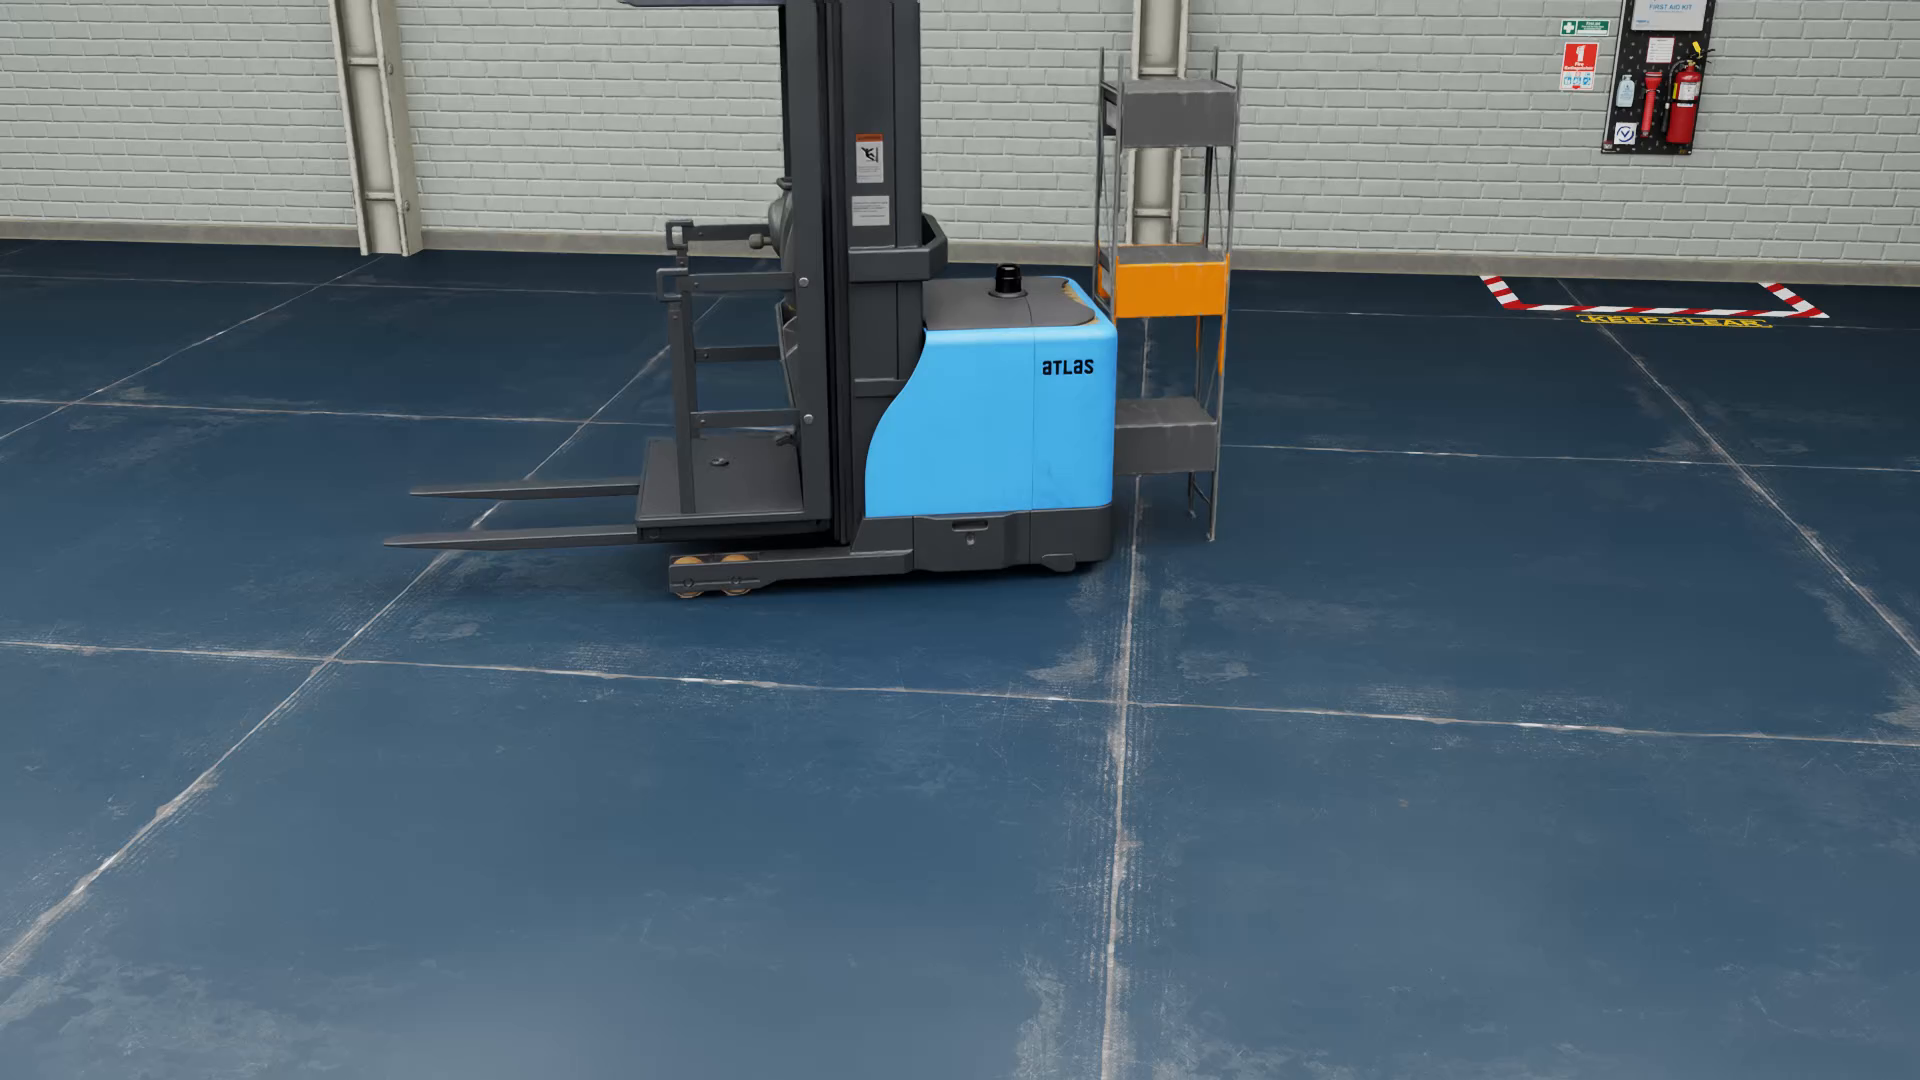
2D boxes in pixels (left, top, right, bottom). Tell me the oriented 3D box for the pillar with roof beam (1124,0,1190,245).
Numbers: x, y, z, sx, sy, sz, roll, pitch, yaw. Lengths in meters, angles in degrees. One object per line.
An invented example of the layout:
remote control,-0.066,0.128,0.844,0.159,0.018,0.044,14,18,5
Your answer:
pillar with roof beam,0.931,-4.653,6.969,0.400,9.000,9.100,2,22,6

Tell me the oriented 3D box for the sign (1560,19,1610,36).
sign,4.413,-3.617,11.740,0.331,0.109,0.001,2,22,6

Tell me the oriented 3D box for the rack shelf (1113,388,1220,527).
rack shelf,0.858,-0.362,7.442,0.480,0.518,0.431,-3,22,-7

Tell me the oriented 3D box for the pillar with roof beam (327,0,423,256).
pillar with roof beam,-5.027,-4.912,7.626,0.400,9.000,9.100,2,22,6

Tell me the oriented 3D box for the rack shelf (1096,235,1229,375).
rack shelf,0.858,-1.013,7.184,0.480,0.518,0.431,-3,22,-7

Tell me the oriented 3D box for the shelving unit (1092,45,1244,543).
shelving unit,0.858,-1.026,7.179,0.503,2.100,0.431,-3,22,-7

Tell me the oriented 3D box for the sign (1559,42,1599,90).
sign,4.410,-3.374,11.846,0.234,0.329,0.001,2,22,6

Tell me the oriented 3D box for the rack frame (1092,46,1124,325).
rack frame,0.616,-1.015,7.150,0.015,2.100,0.400,-3,22,-7

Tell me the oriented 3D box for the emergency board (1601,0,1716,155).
emergency board,4.947,-3.296,11.697,0.643,1.169,0.194,2,22,6

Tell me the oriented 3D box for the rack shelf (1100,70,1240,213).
rack shelf,0.858,-1.664,6.927,0.480,0.518,0.431,-3,22,-7

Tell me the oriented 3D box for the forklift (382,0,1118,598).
forklift,-0.902,-1.331,6.821,3.031,2.935,1.130,-3,22,-7

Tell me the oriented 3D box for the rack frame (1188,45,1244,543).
rack frame,1.100,-1.038,7.208,0.015,2.100,0.400,-3,22,-7

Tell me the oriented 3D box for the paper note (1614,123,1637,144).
paper note,4.779,-2.919,11.942,0.142,0.148,0.016,2,22,6
